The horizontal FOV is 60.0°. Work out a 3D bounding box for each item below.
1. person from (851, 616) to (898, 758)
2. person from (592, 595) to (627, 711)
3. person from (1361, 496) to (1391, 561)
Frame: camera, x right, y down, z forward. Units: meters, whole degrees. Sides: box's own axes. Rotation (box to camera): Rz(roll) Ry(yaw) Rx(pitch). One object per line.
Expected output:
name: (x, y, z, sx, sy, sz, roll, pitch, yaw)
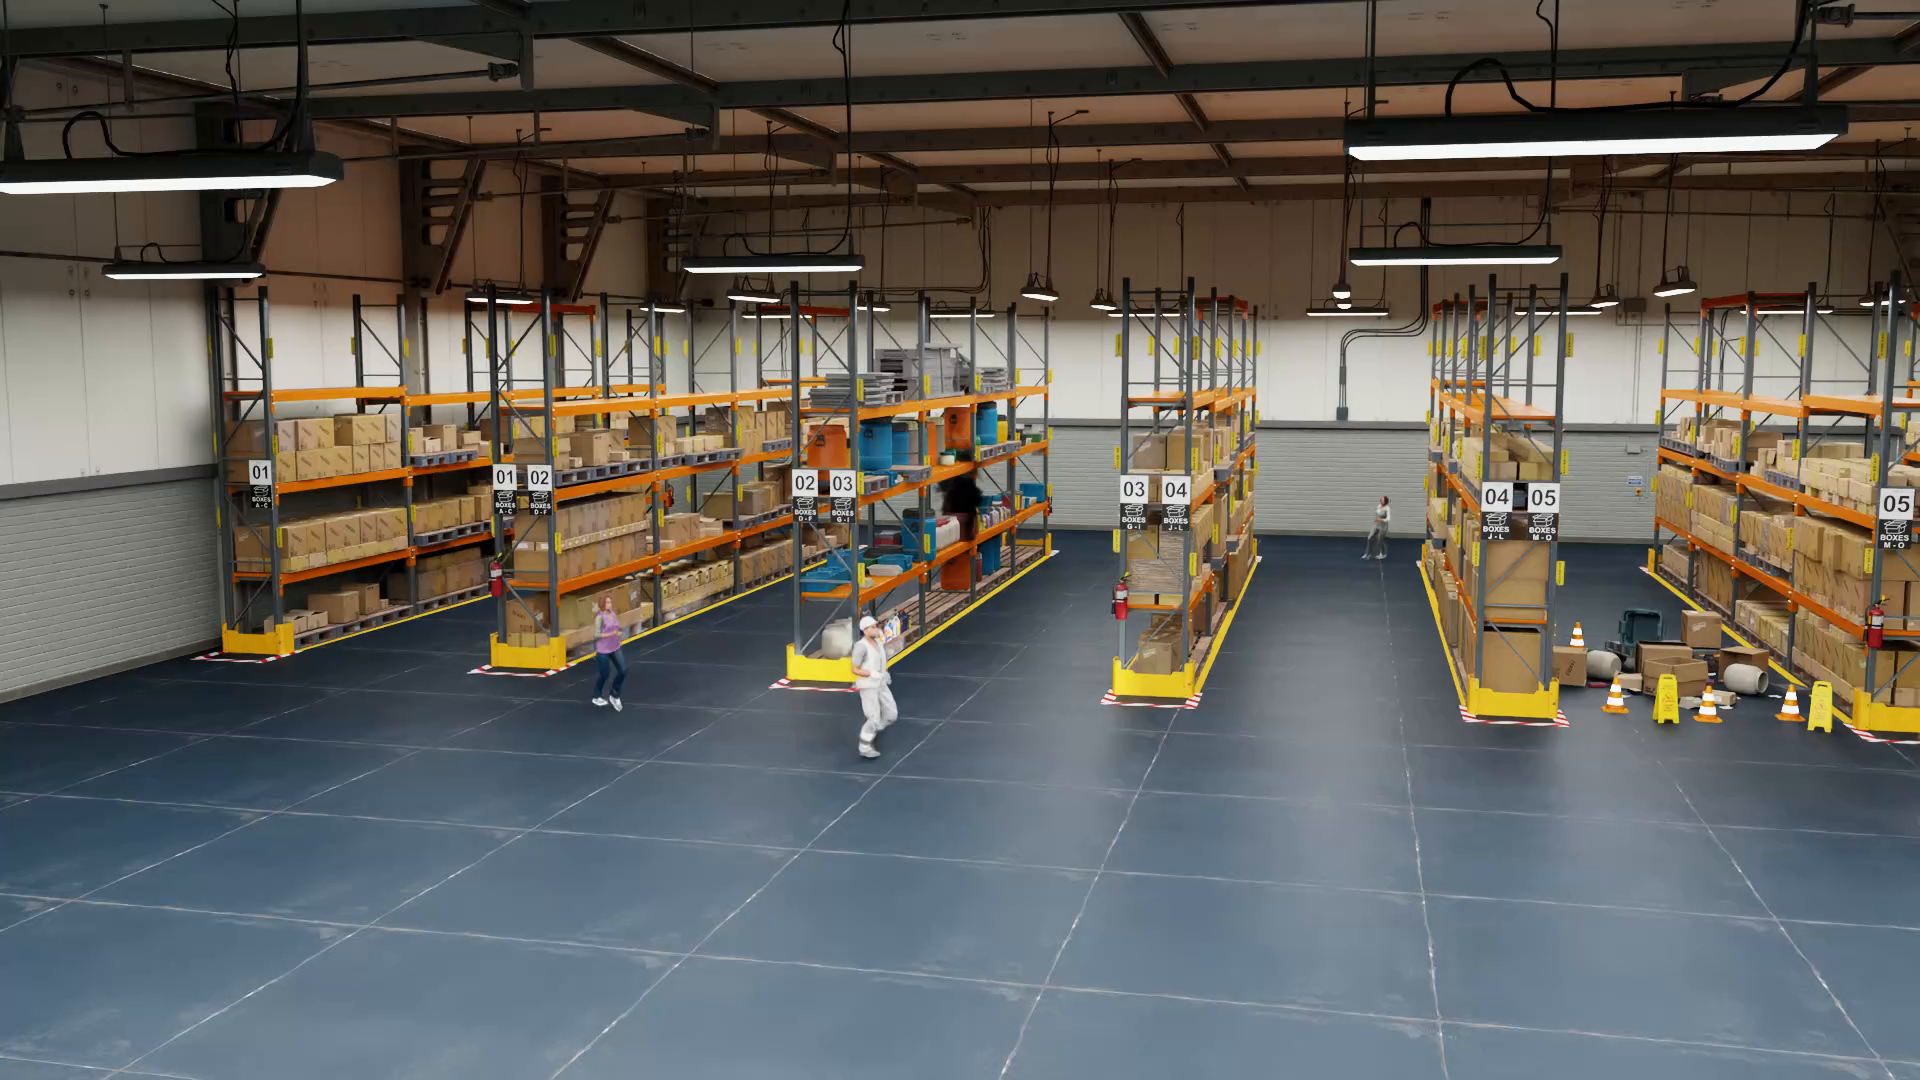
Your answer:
person: (-1.016, 1.800, 20.297, 0.580, 1.741, 0.644, 5, 8, 34)
person: (-4.863, 1.568, 23.062, 0.650, 1.625, 0.510, 5, 8, 38)
person: (9.940, -0.281, 39.319, 0.687, 1.568, 0.687, -5, 8, -35)
